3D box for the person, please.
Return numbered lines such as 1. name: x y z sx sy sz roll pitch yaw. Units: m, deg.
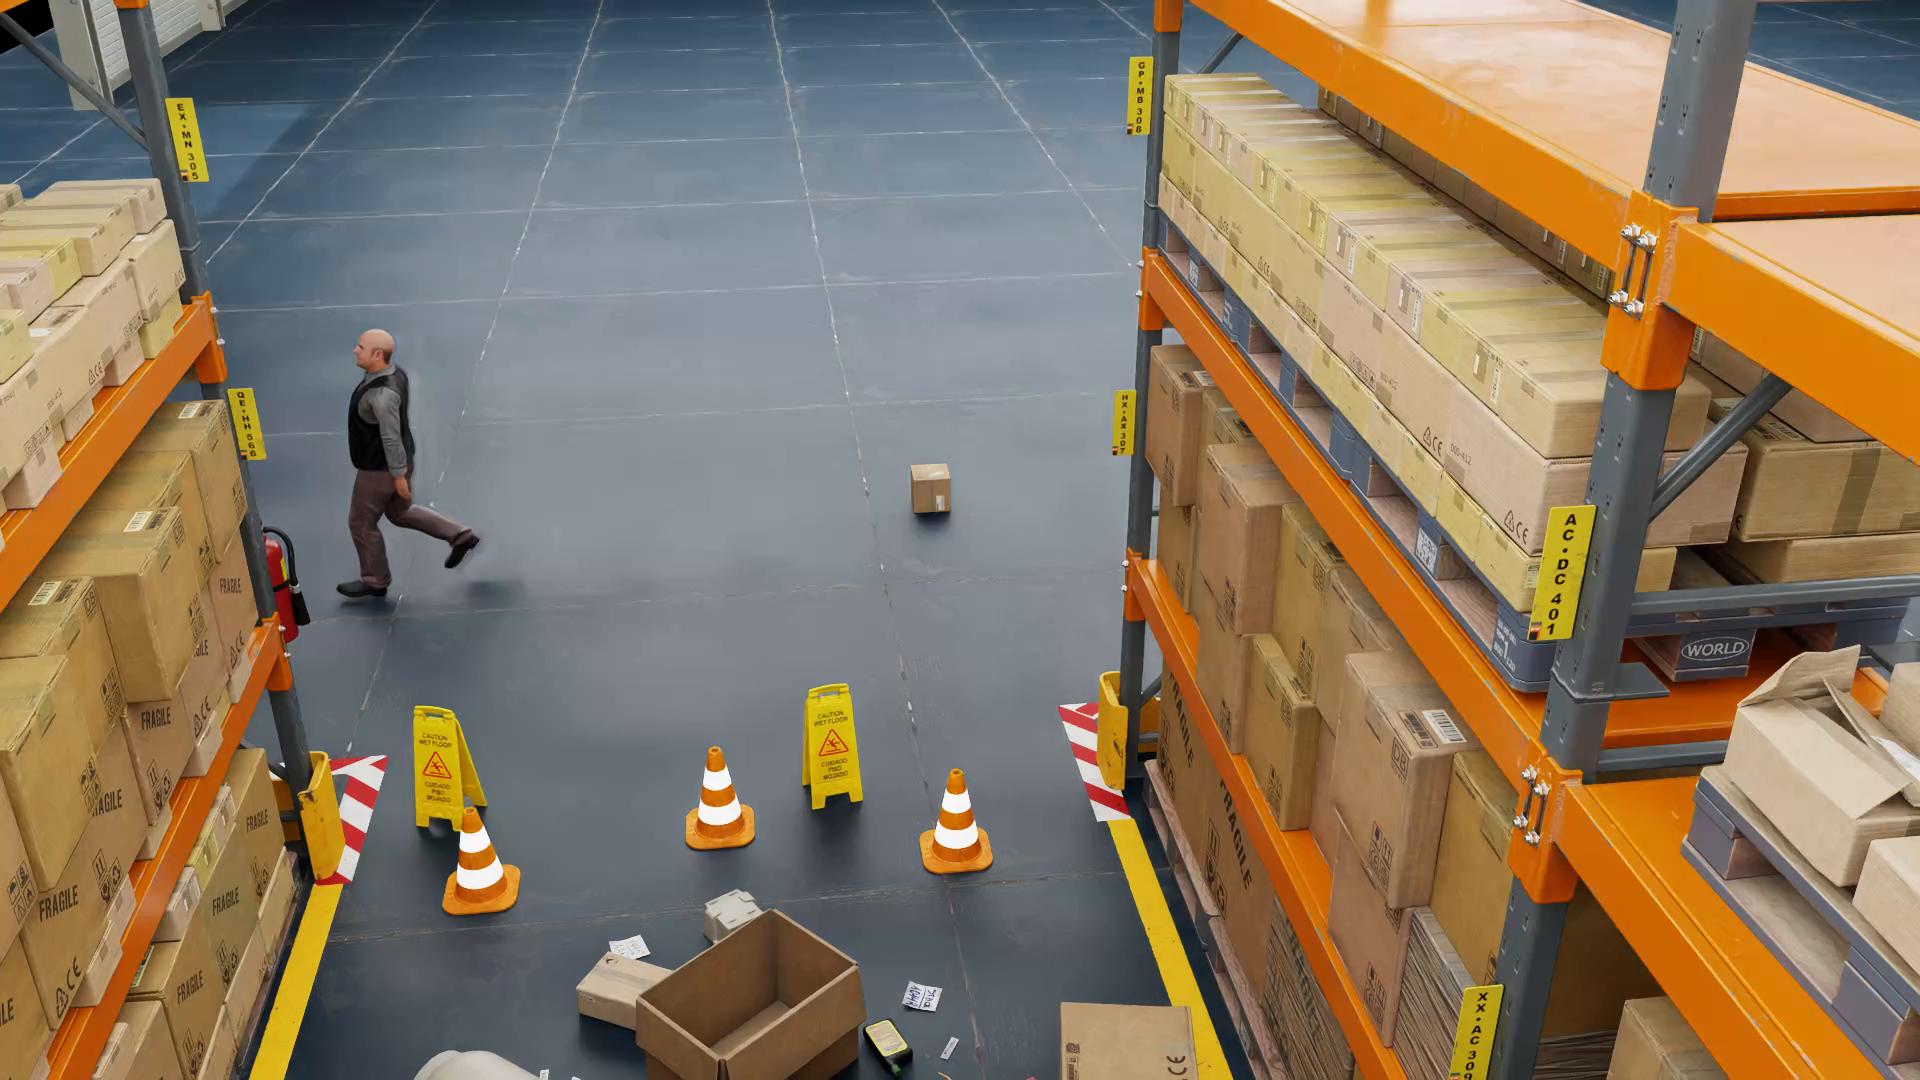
1. person: -3.447 -0.463 10.032 0.836 1.691 0.524 -3 27 -6
